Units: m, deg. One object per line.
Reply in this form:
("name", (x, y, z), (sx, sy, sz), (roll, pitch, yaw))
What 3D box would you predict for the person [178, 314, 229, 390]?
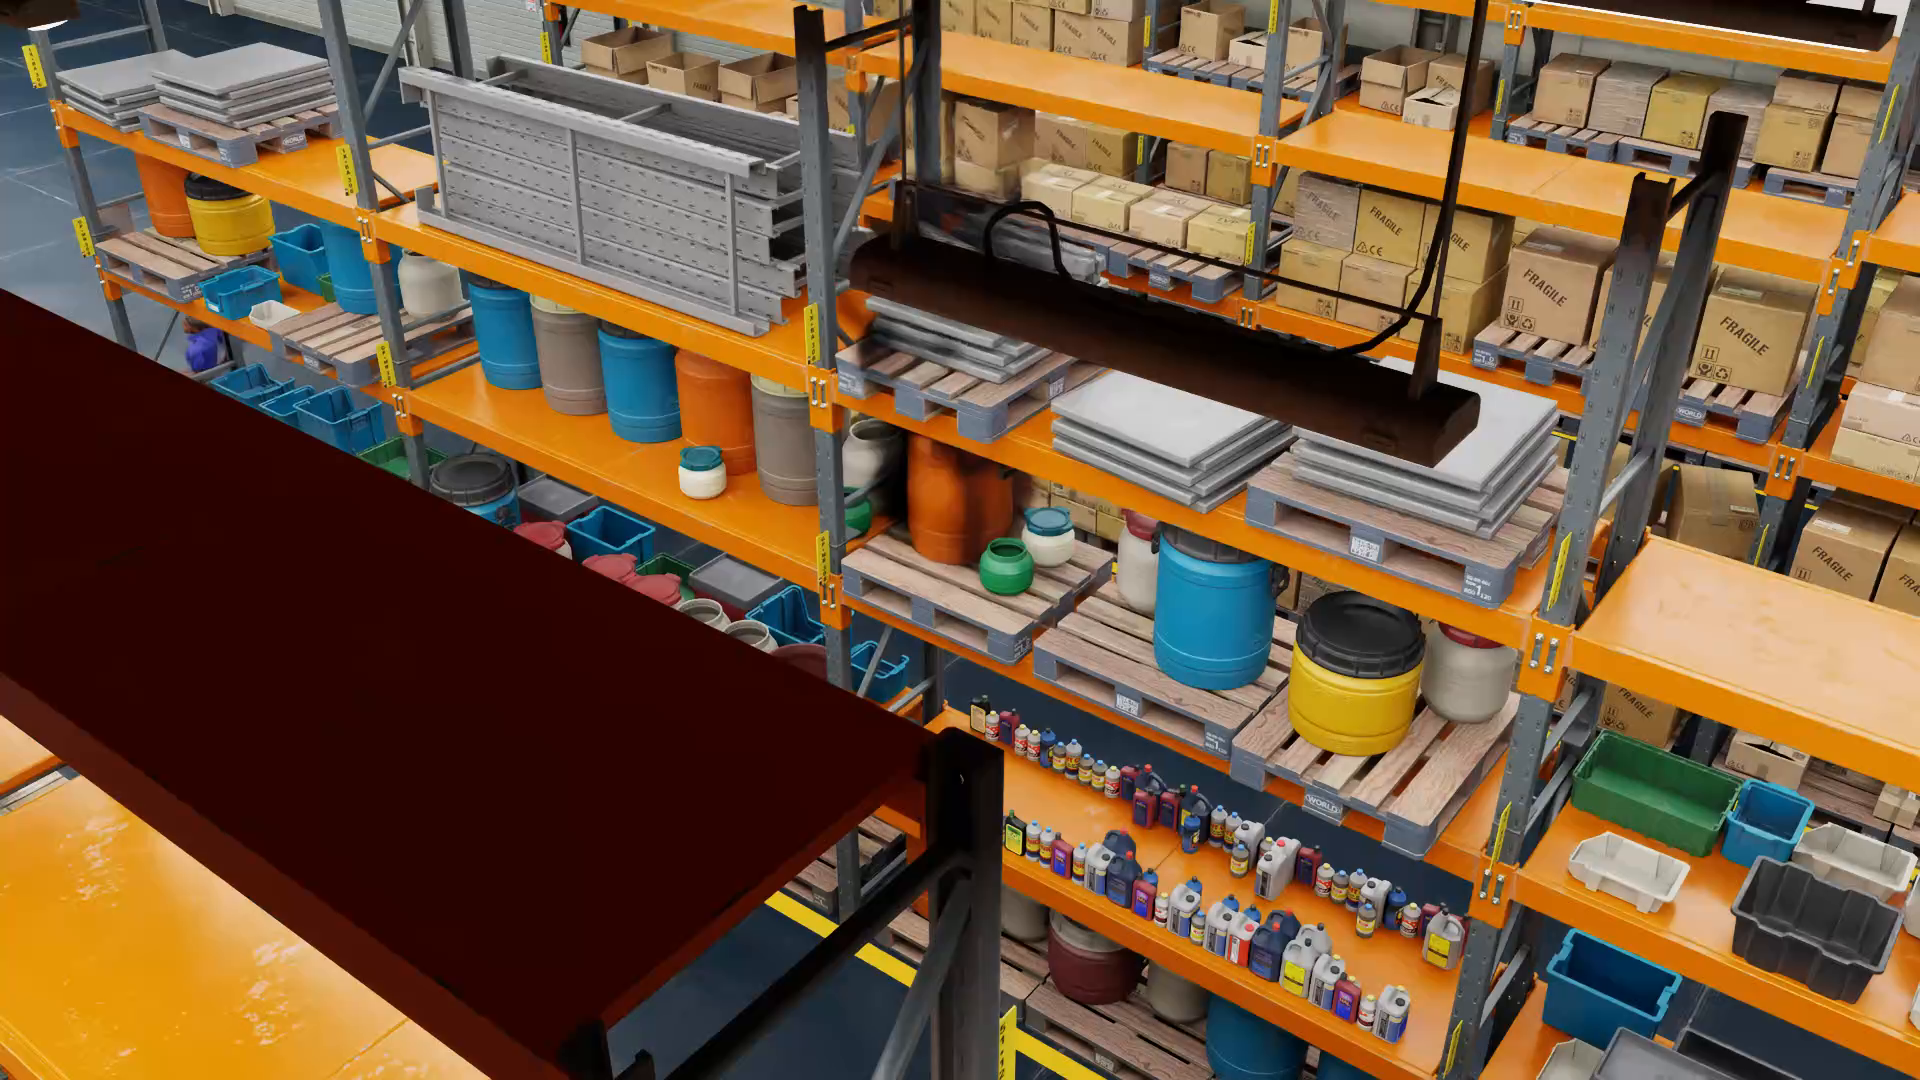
("person", (-7.210, -1.477, 16.141), (0.806, 1.665, 0.593), (-3, 32, -5))
